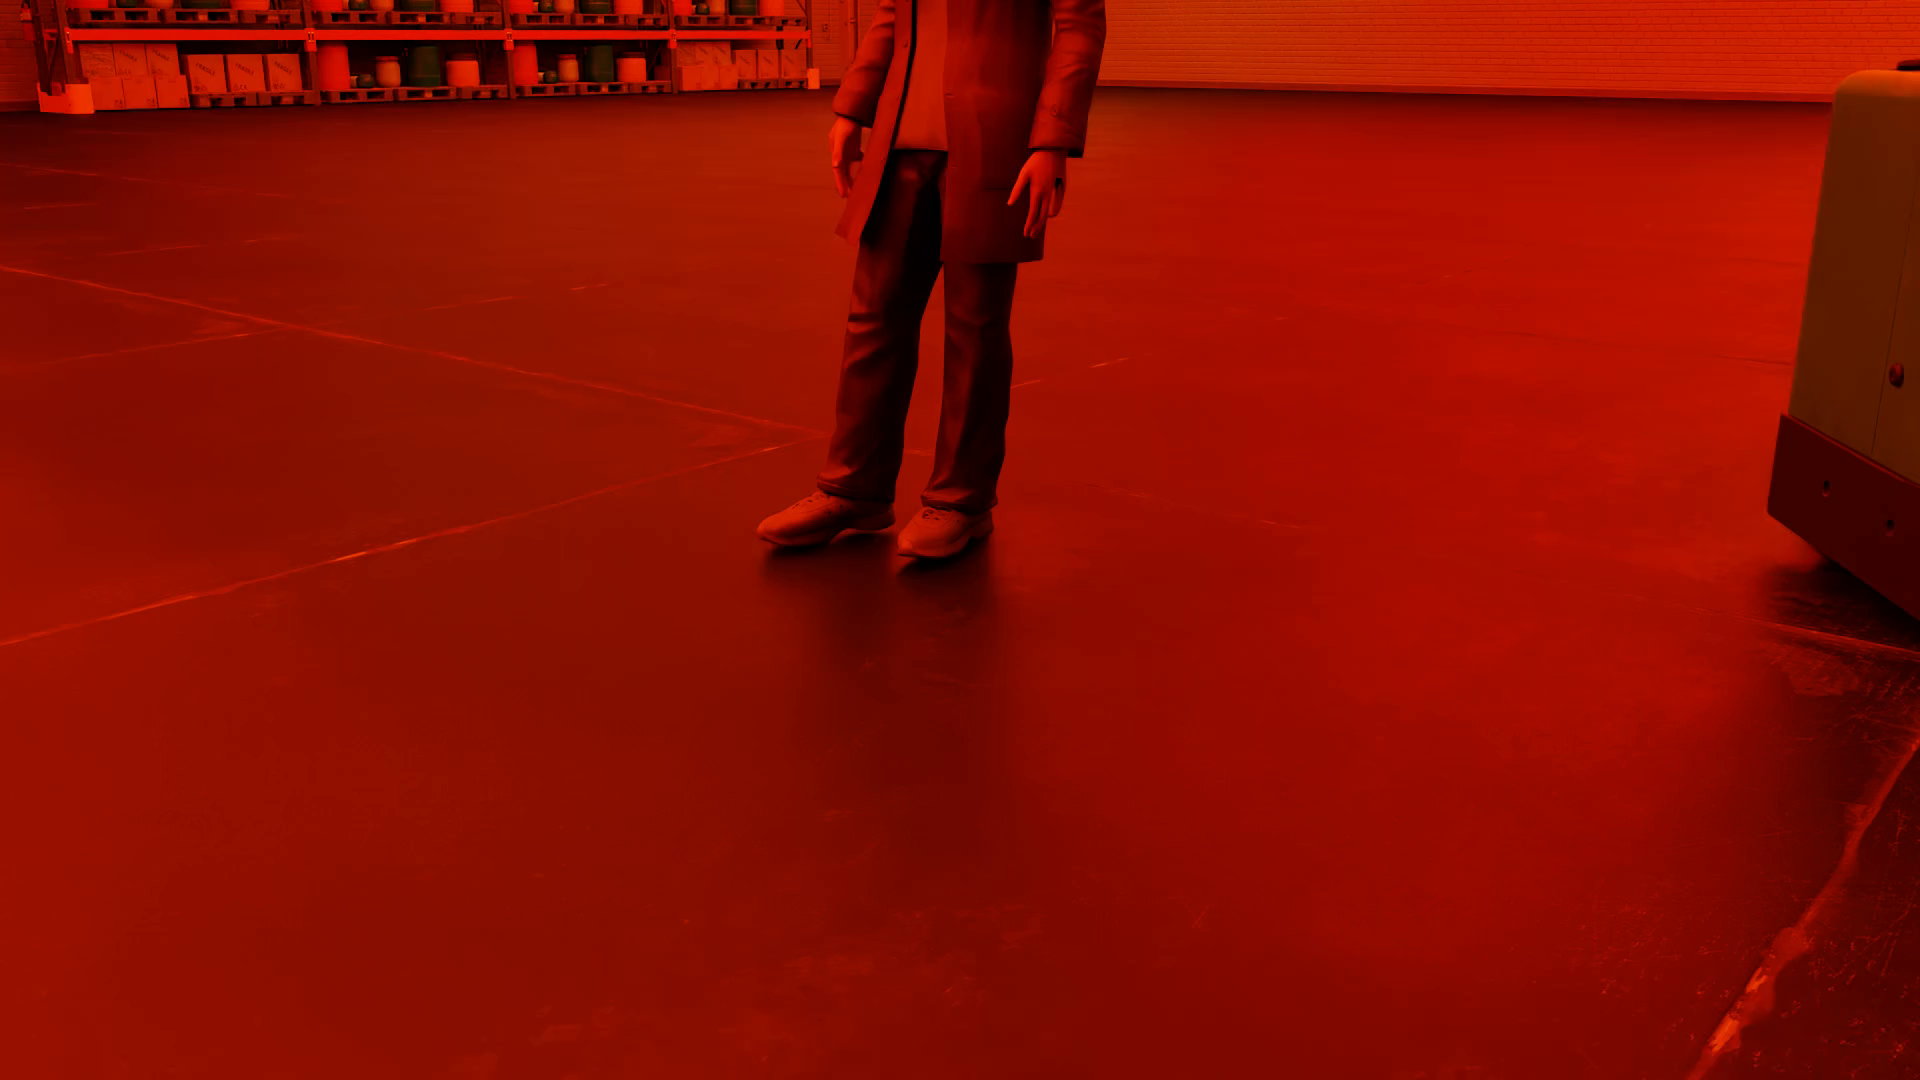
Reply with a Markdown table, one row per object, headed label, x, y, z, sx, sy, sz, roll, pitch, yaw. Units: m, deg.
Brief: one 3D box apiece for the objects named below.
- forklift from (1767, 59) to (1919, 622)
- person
| label | x | y | z | sx | sy | sz | roll | pitch | yaw |
| --- | --- | --- | --- | --- | --- | --- | --- | --- | --- |
| forklift | 3.368 | -1.205 | 2.974 | 3.031 | 2.867 | 1.129 | 1 | 17 | 4 |
| person | -0.071 | -0.837 | 3.612 | 0.649 | 1.776 | 0.561 | 13 | 21 | 37 |
